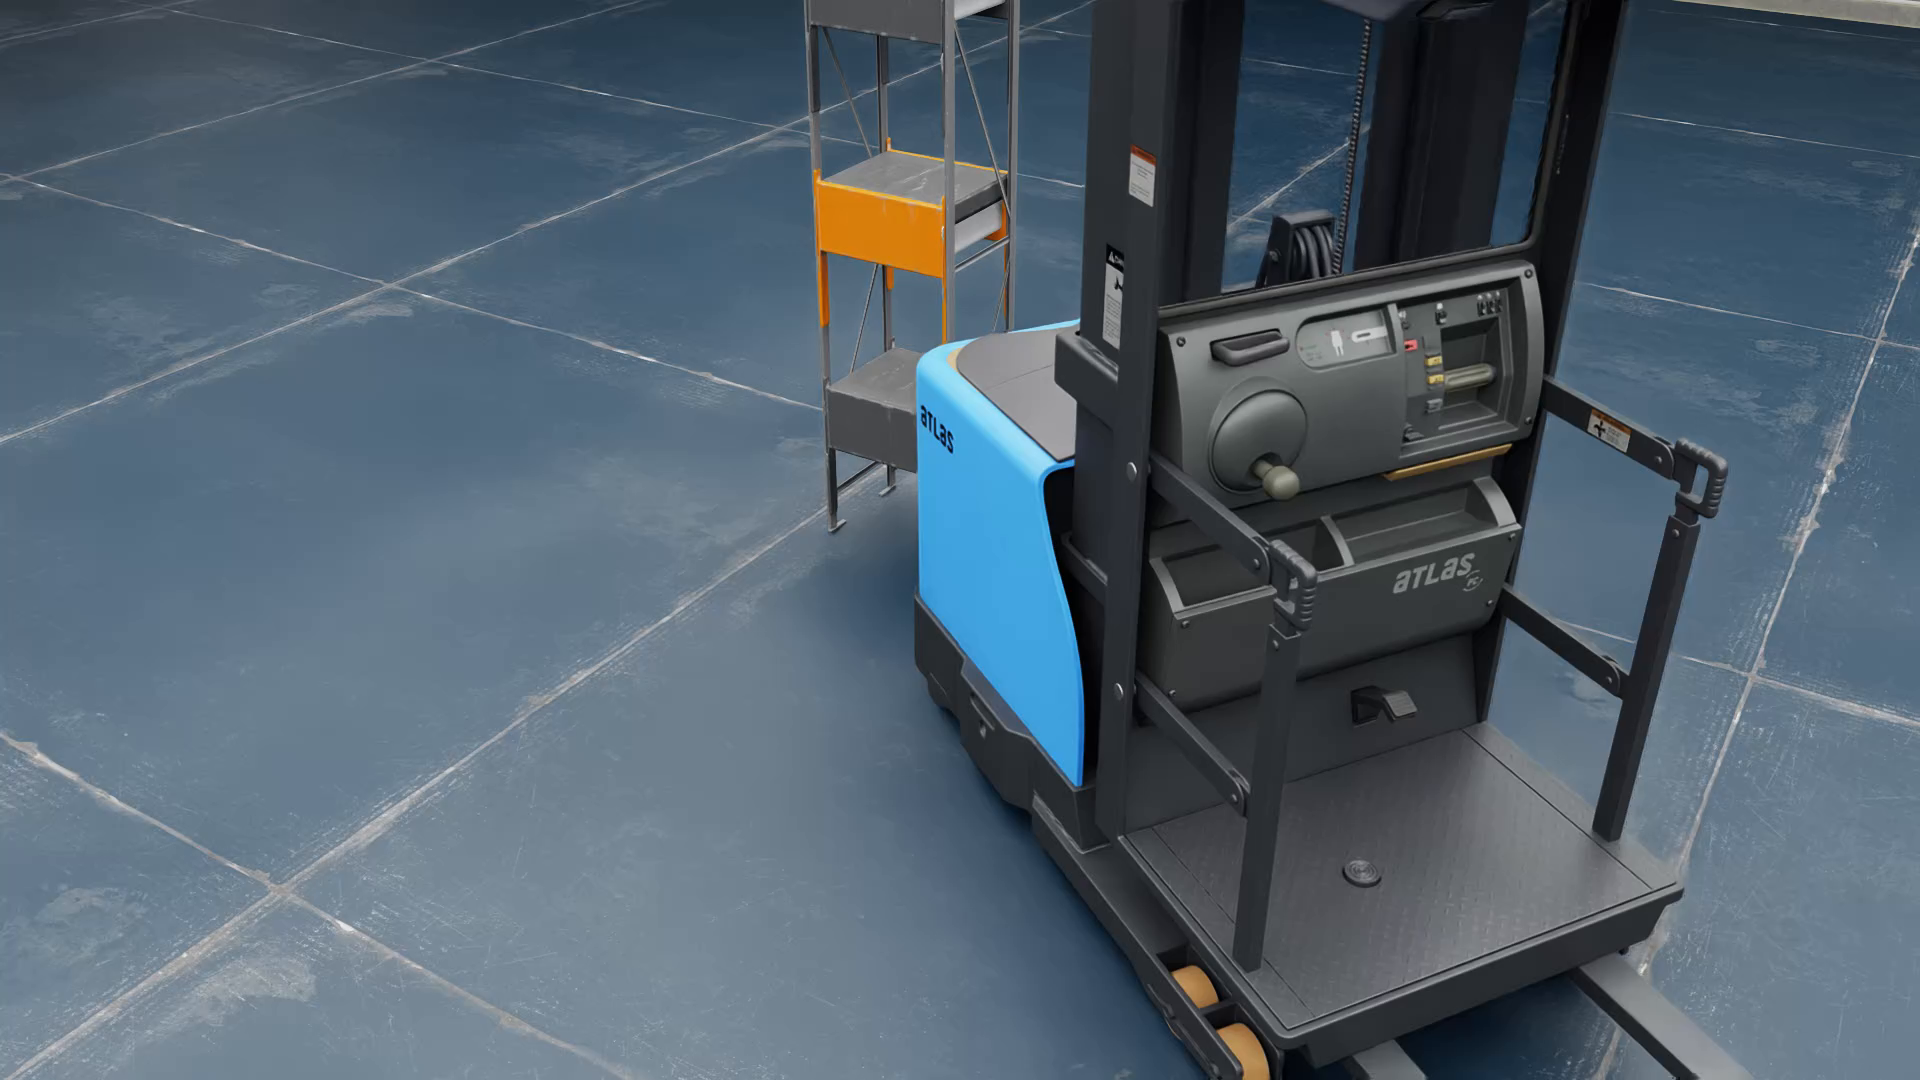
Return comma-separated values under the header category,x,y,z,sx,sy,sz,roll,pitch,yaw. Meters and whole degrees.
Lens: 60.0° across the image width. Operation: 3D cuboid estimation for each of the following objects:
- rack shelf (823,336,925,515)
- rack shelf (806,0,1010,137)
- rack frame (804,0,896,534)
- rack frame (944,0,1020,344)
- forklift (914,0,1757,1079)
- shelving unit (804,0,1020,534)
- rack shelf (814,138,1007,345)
category,x,y,z,sx,sy,sz,roll,pitch,yaw
rack shelf,-0.140,-0.335,5.657,0.480,0.518,0.431,18,35,27
rack shelf,-0.140,-1.544,4.951,0.480,0.518,0.431,18,35,27
rack frame,-0.347,-1.017,5.409,0.015,2.100,0.400,18,35,27
rack frame,0.066,-0.886,5.185,0.015,2.100,0.400,18,35,27
forklift,0.940,-0.288,3.336,1.130,2.935,3.031,-13,33,-21
shelving unit,-0.140,-0.951,5.297,0.503,2.100,0.431,18,35,27
rack shelf,-0.140,-0.940,5.304,0.480,0.518,0.431,18,35,27
